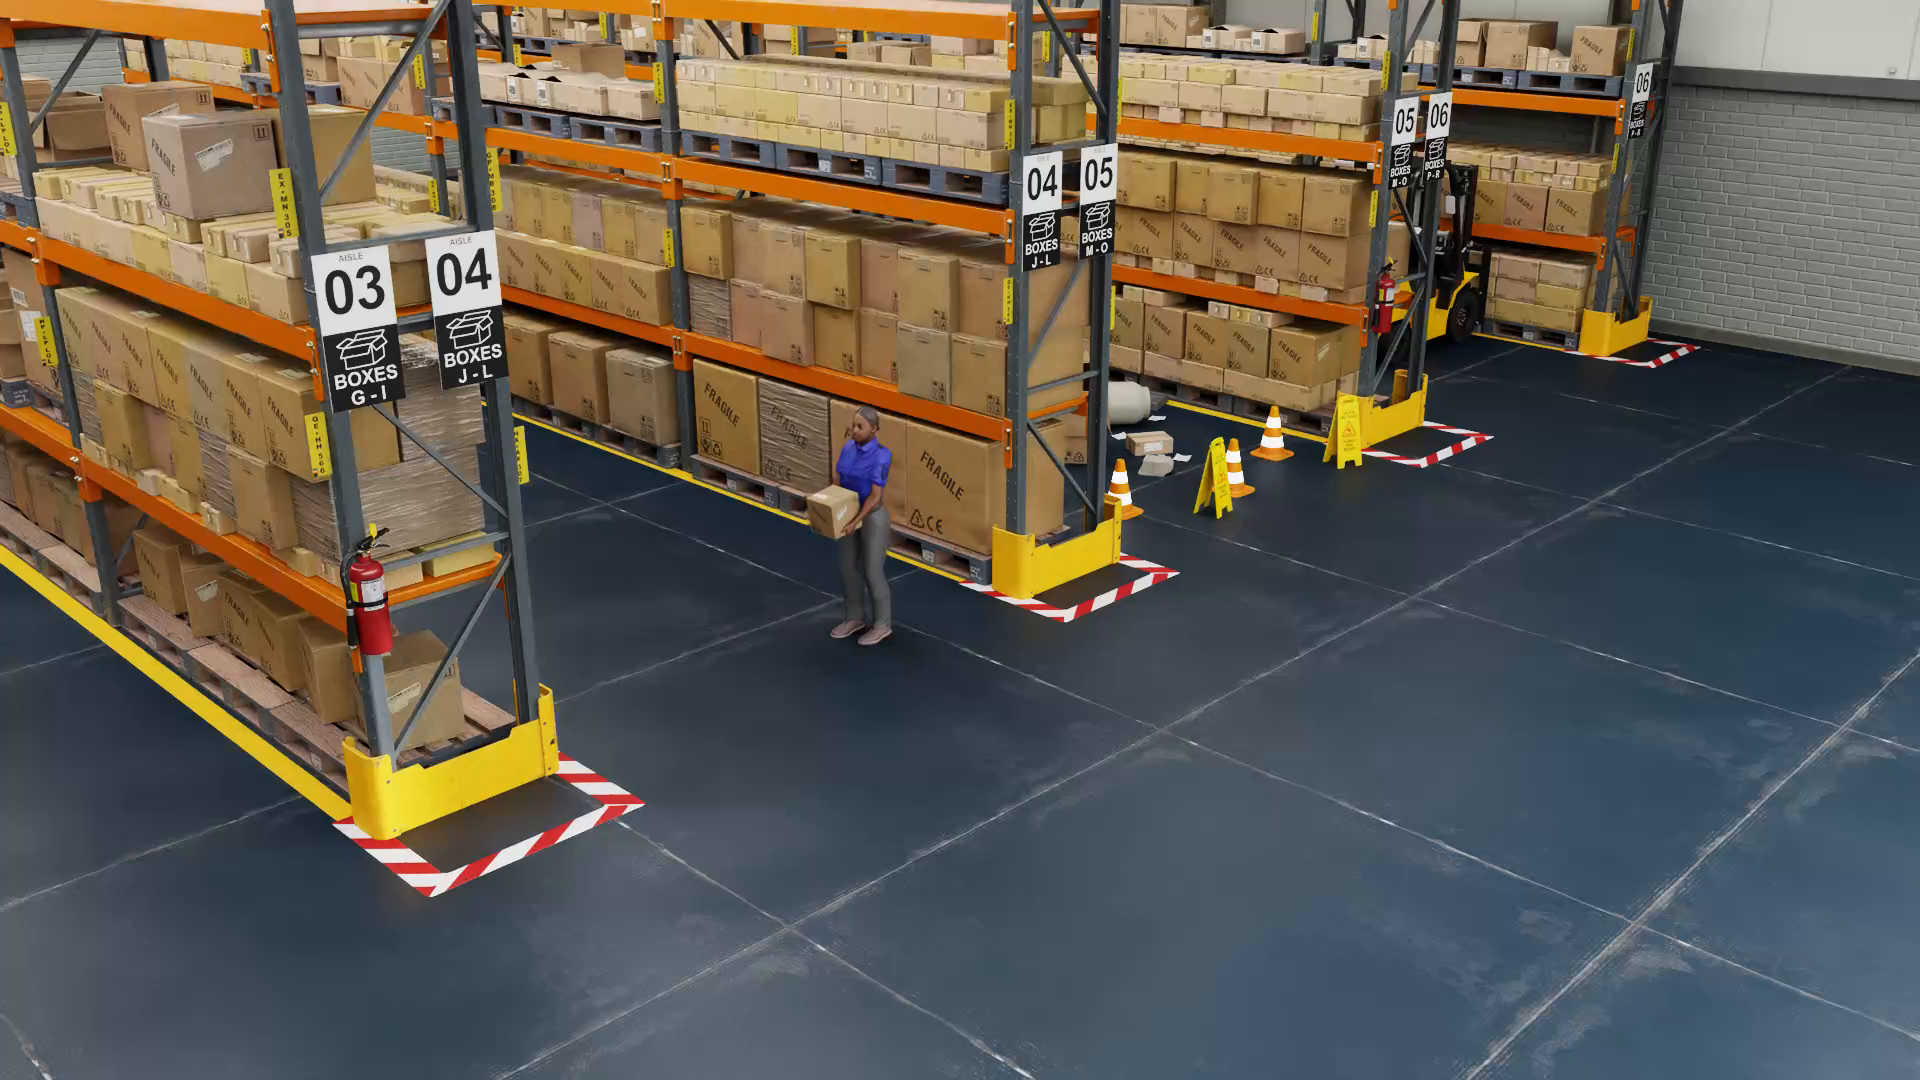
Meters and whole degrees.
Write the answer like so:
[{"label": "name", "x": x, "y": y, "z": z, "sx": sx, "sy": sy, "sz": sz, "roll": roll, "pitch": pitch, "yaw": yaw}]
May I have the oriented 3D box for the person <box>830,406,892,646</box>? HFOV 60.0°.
[{"label": "person", "x": -0.718, "y": -0.090, "z": 11.337, "sx": 0.441, "sy": 1.657, "sz": 0.499, "roll": 19, "pitch": 28, "yaw": 40}]
